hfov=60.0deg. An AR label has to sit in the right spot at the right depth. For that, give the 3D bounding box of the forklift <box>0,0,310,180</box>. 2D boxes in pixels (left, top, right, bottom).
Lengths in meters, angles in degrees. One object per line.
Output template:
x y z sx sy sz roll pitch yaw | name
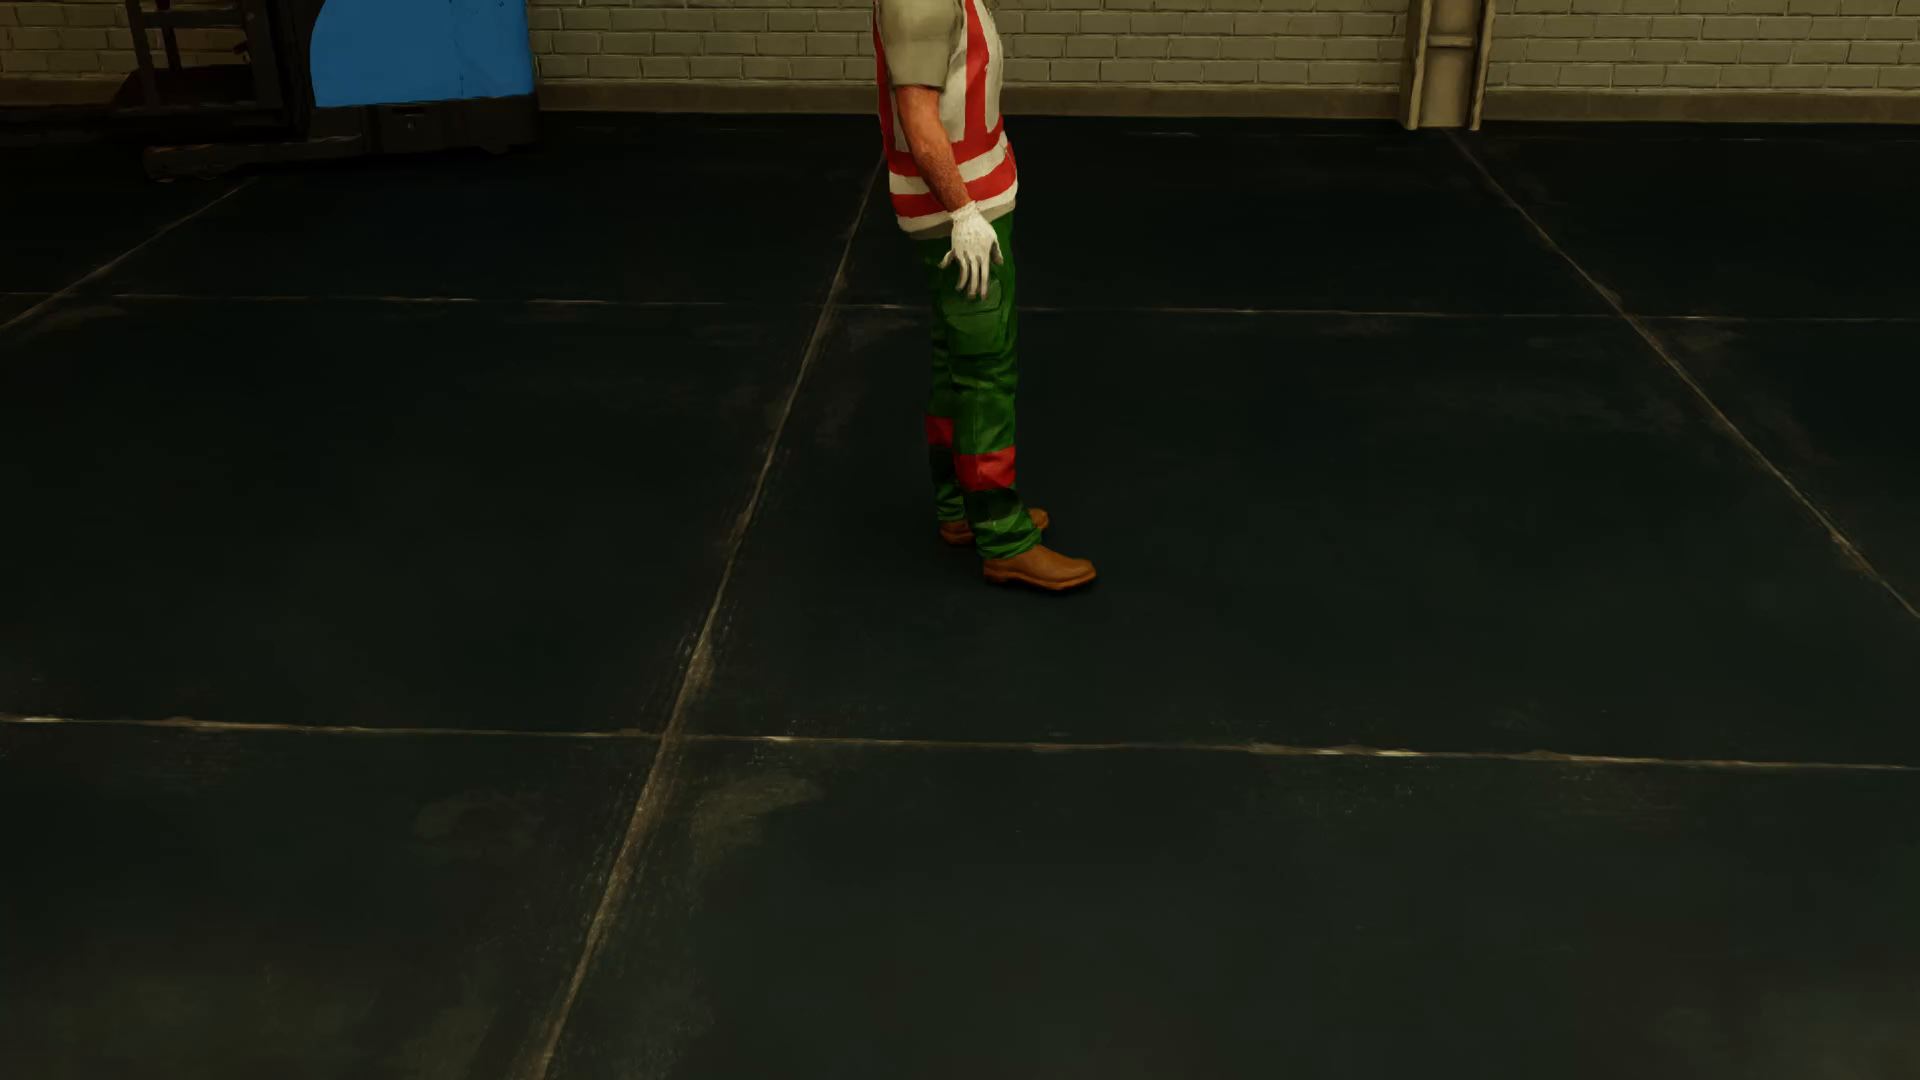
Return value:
-3.718 -3.298 7.894 3.031 2.935 1.121 -8 27 -16 | forklift

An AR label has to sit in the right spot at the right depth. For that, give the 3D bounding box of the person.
0.010 -0.805 4.112 0.422 1.688 0.637 1 26 2 | person
